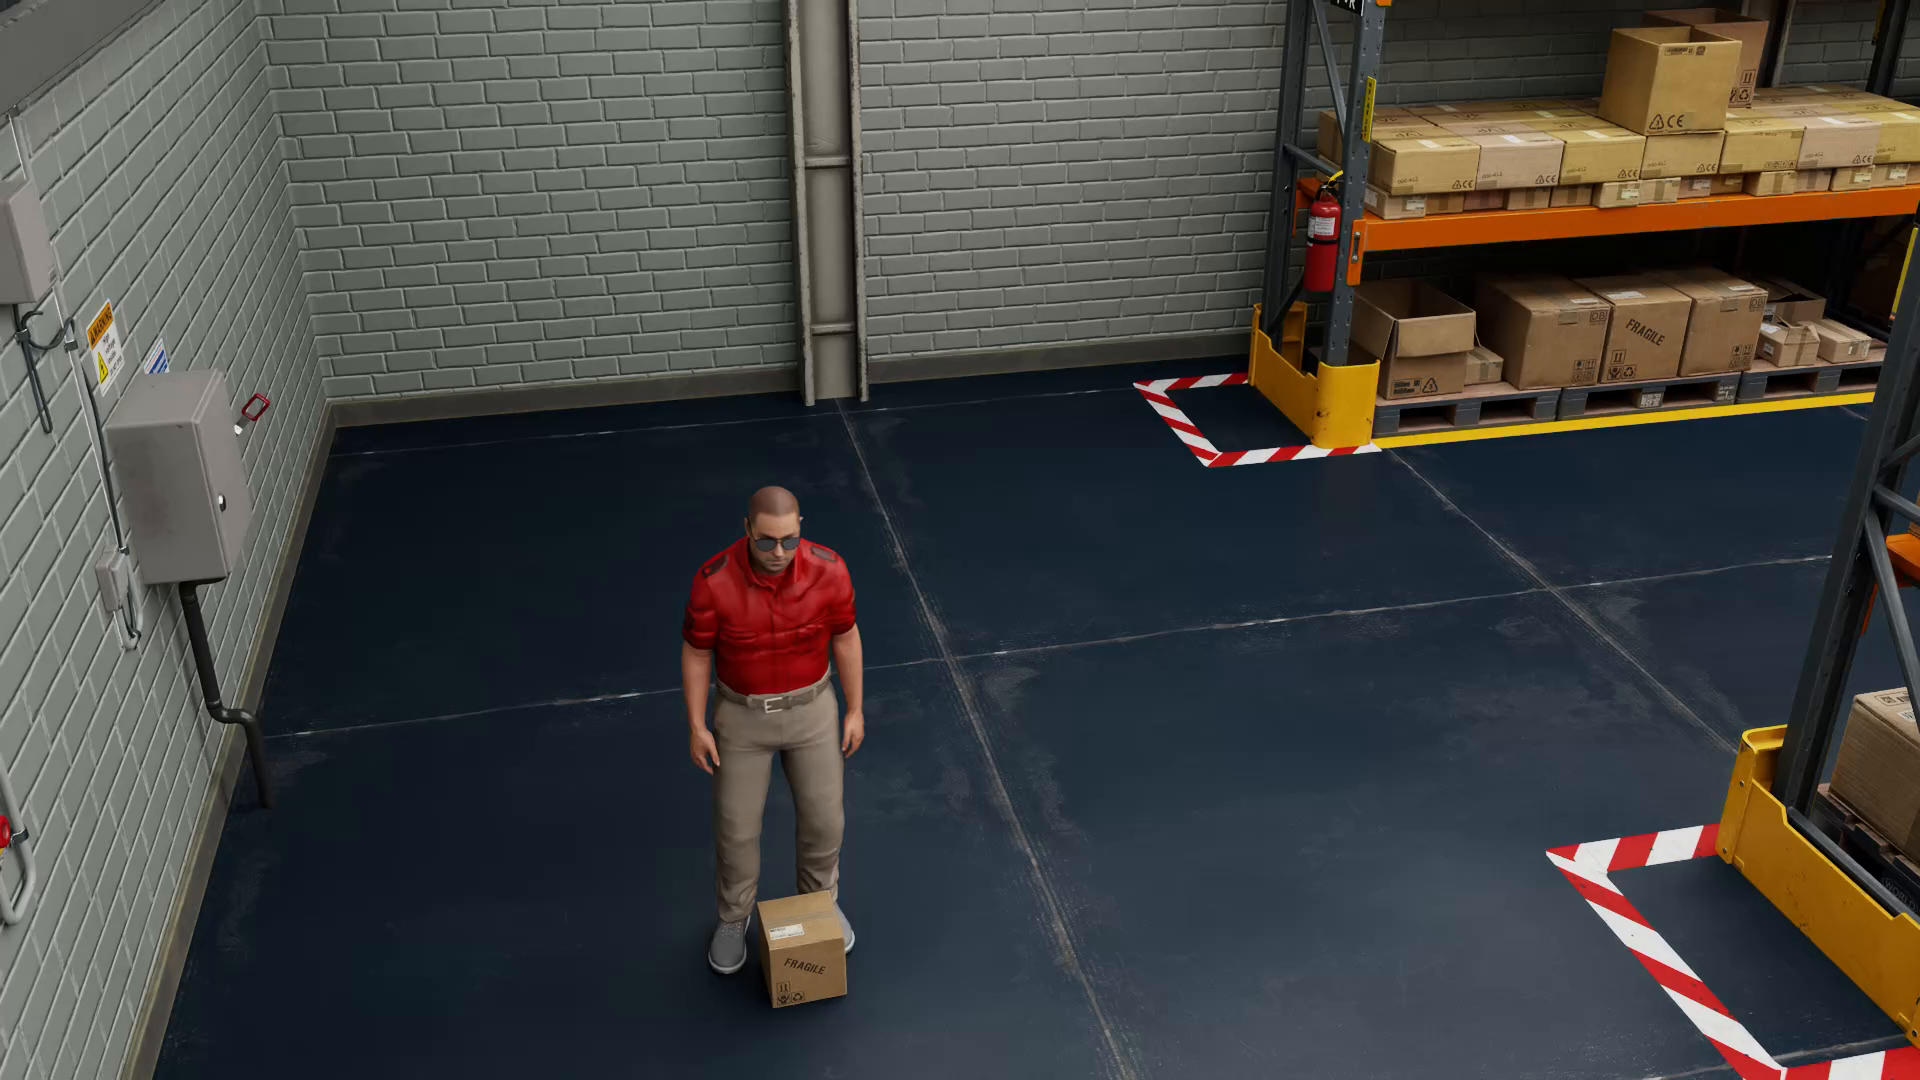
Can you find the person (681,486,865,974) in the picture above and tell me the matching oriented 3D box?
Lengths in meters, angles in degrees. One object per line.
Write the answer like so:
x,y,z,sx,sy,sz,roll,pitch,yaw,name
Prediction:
-0.599,0.594,5.442,0.587,1.726,0.389,-6,27,-12,person
